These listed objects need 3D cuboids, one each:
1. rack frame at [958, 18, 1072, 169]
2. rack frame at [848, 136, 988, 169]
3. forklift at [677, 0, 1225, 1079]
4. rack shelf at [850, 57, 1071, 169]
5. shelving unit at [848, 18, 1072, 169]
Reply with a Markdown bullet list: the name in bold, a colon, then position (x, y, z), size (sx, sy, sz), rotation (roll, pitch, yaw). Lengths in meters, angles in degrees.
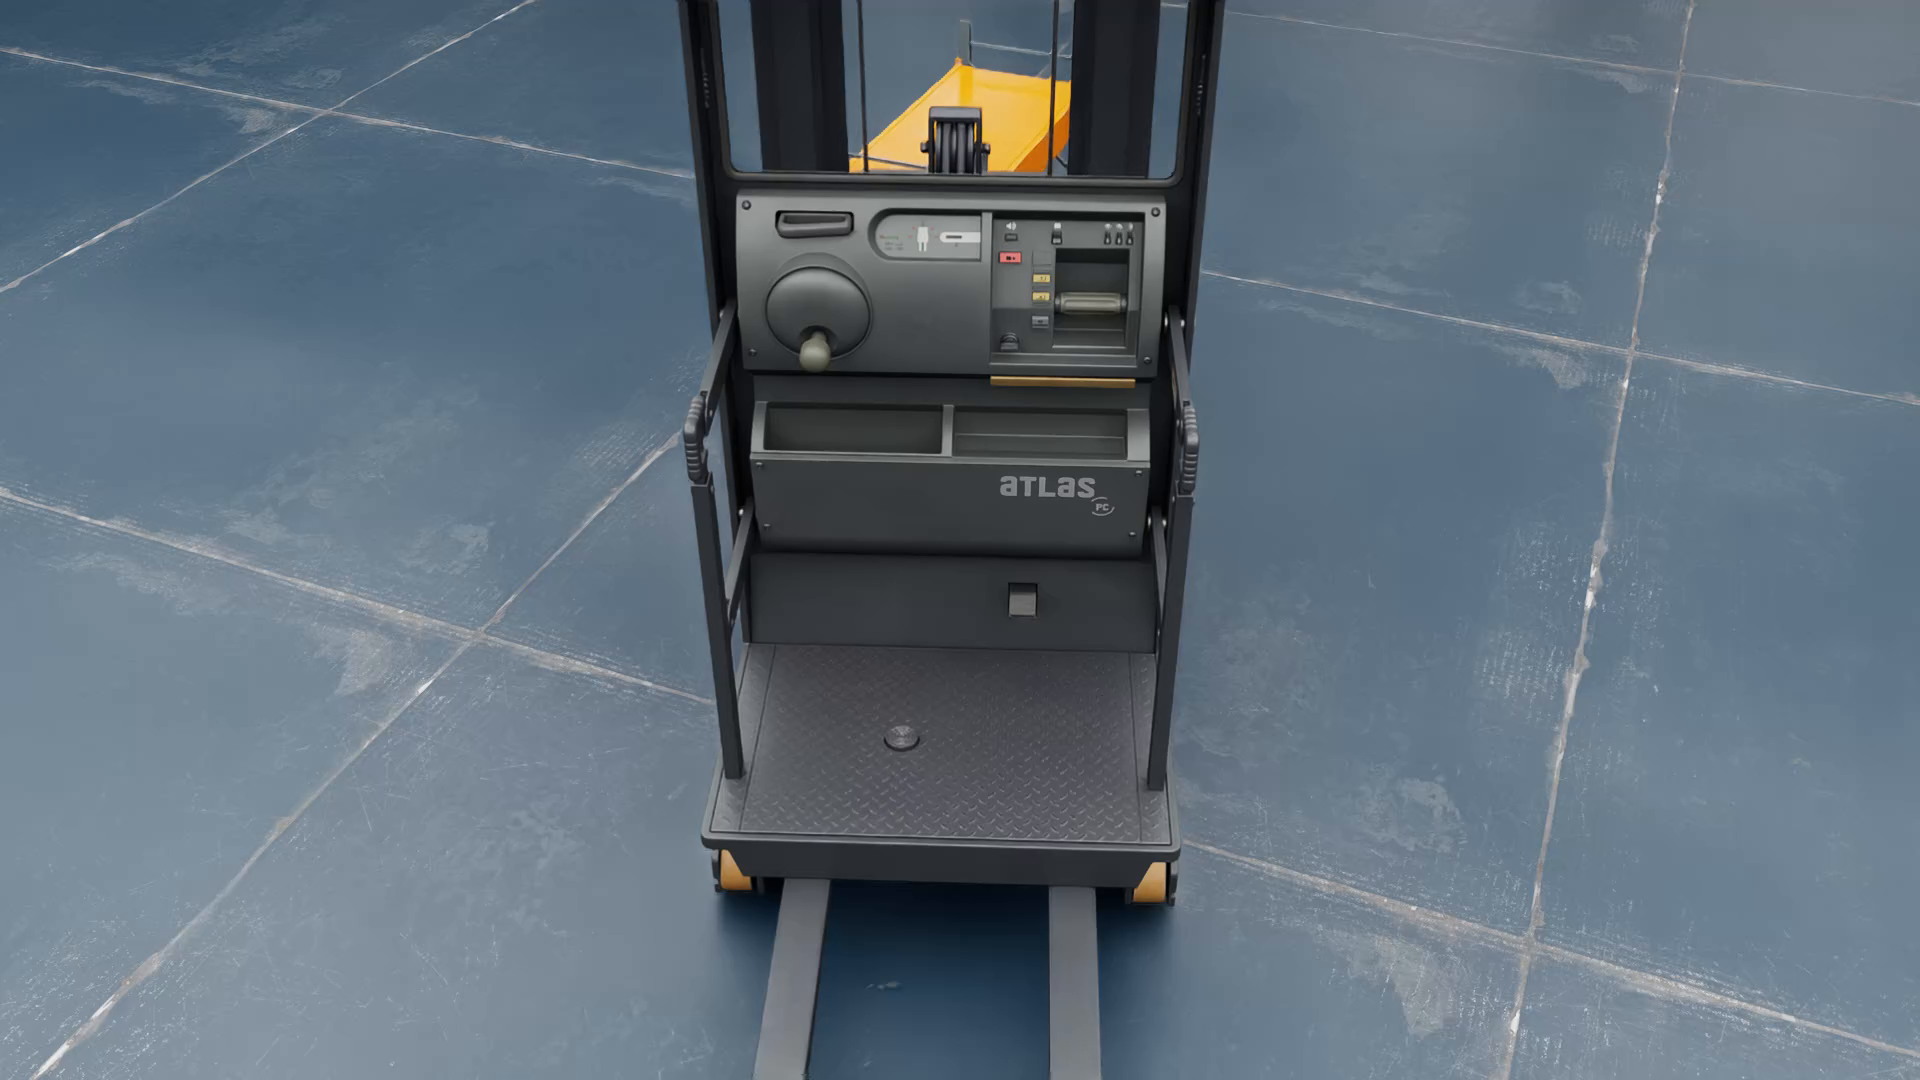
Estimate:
- **rack frame**: position (0.230, -1.311, 6.064), size (0.500, 1.125, 0.032), rotation (14, 39, 18)
- **rack frame**: position (-0.153, -0.747, 5.310), size (0.500, 1.125, 0.032), rotation (14, 39, 18)
- **forklift**: position (-0.028, -0.487, 3.454), size (1.130, 2.935, 3.031), rotation (1, 37, 2)
- **rack shelf**: position (0.039, -1.264, 5.512), size (0.538, 0.278, 1.000), rotation (14, 39, 18)
- **shelving unit**: position (0.039, -1.029, 5.687), size (0.538, 1.125, 1.048), rotation (14, 39, 18)
